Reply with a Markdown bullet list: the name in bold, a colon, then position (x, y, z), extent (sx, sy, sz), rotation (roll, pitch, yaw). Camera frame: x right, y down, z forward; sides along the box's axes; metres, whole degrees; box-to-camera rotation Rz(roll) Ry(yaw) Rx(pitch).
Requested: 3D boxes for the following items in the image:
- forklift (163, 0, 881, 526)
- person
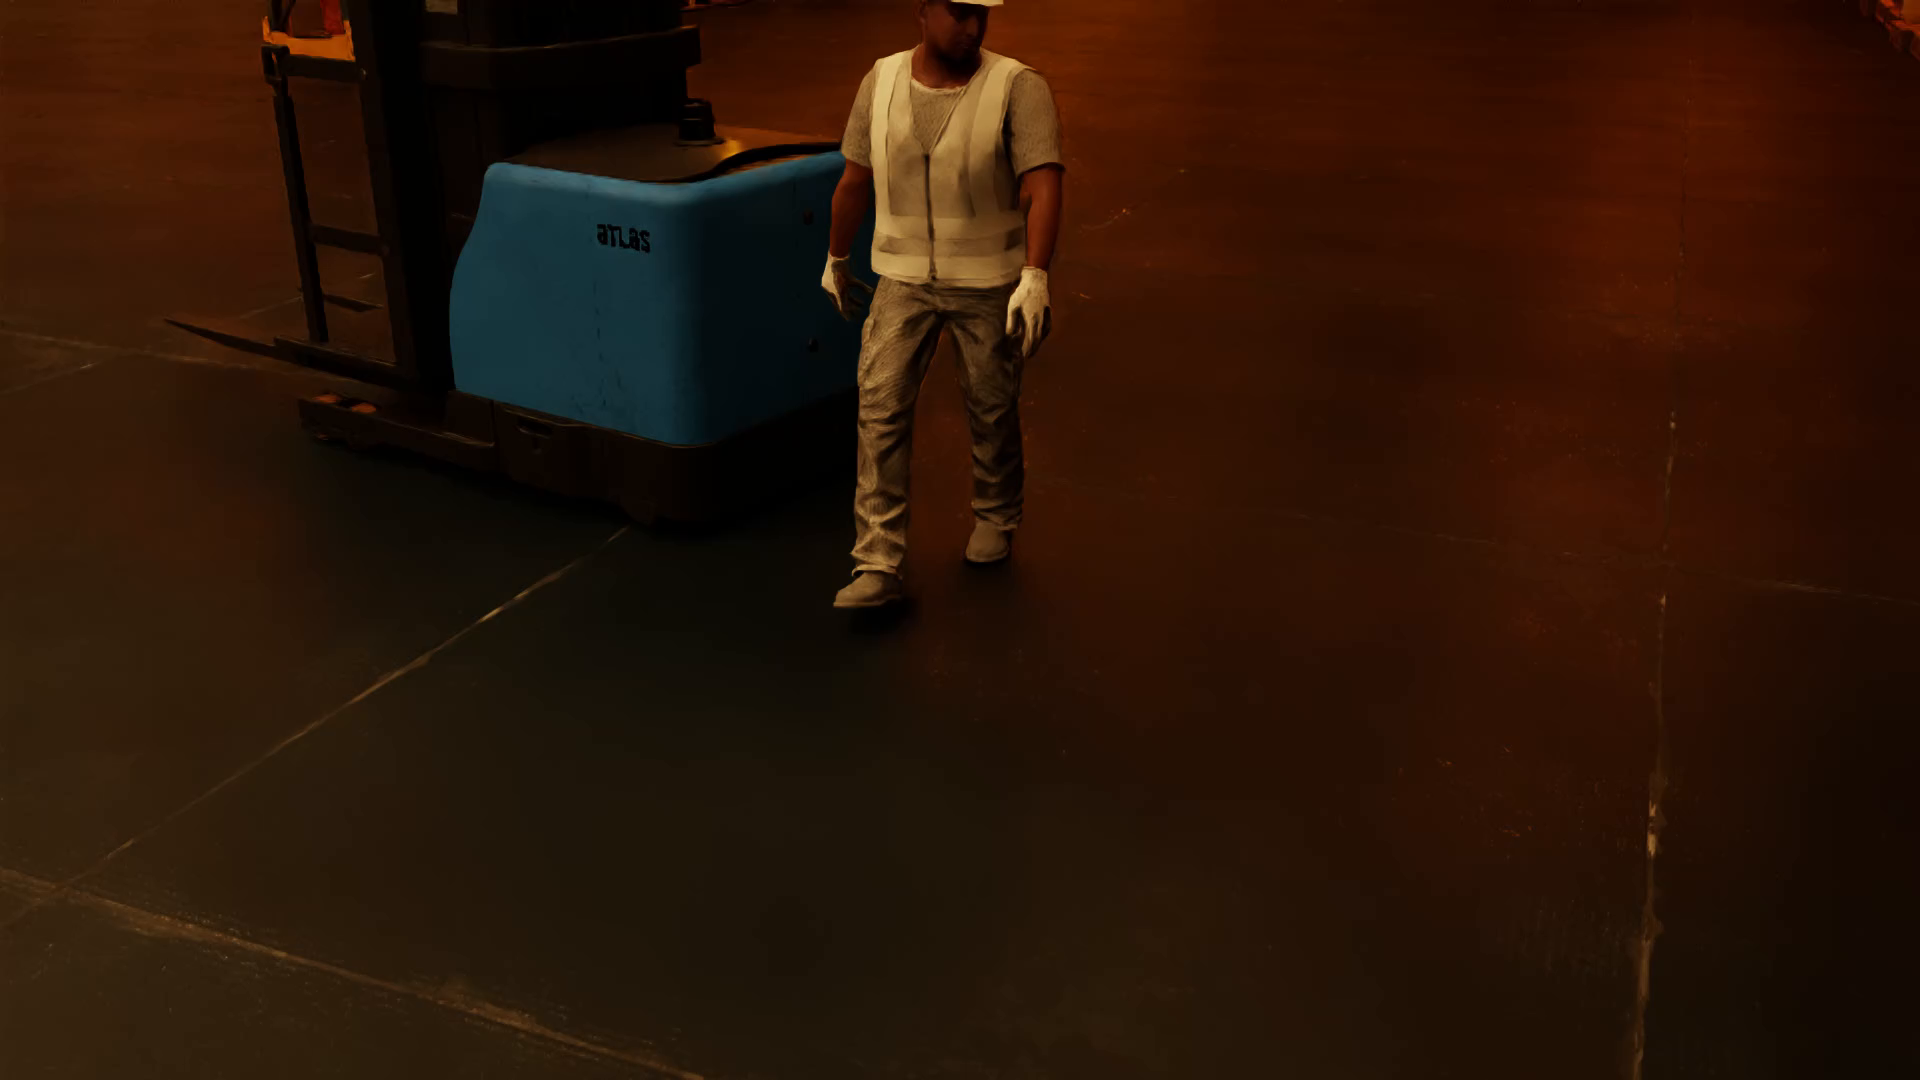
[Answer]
- **forklift**: position (-1.747, -1.819, 5.643), extent (3.031, 2.935, 1.130), rotation (15, 27, 31)
- **person**: position (-0.087, -0.677, 4.460), extent (0.723, 1.738, 0.872), rotation (5, 23, 12)
